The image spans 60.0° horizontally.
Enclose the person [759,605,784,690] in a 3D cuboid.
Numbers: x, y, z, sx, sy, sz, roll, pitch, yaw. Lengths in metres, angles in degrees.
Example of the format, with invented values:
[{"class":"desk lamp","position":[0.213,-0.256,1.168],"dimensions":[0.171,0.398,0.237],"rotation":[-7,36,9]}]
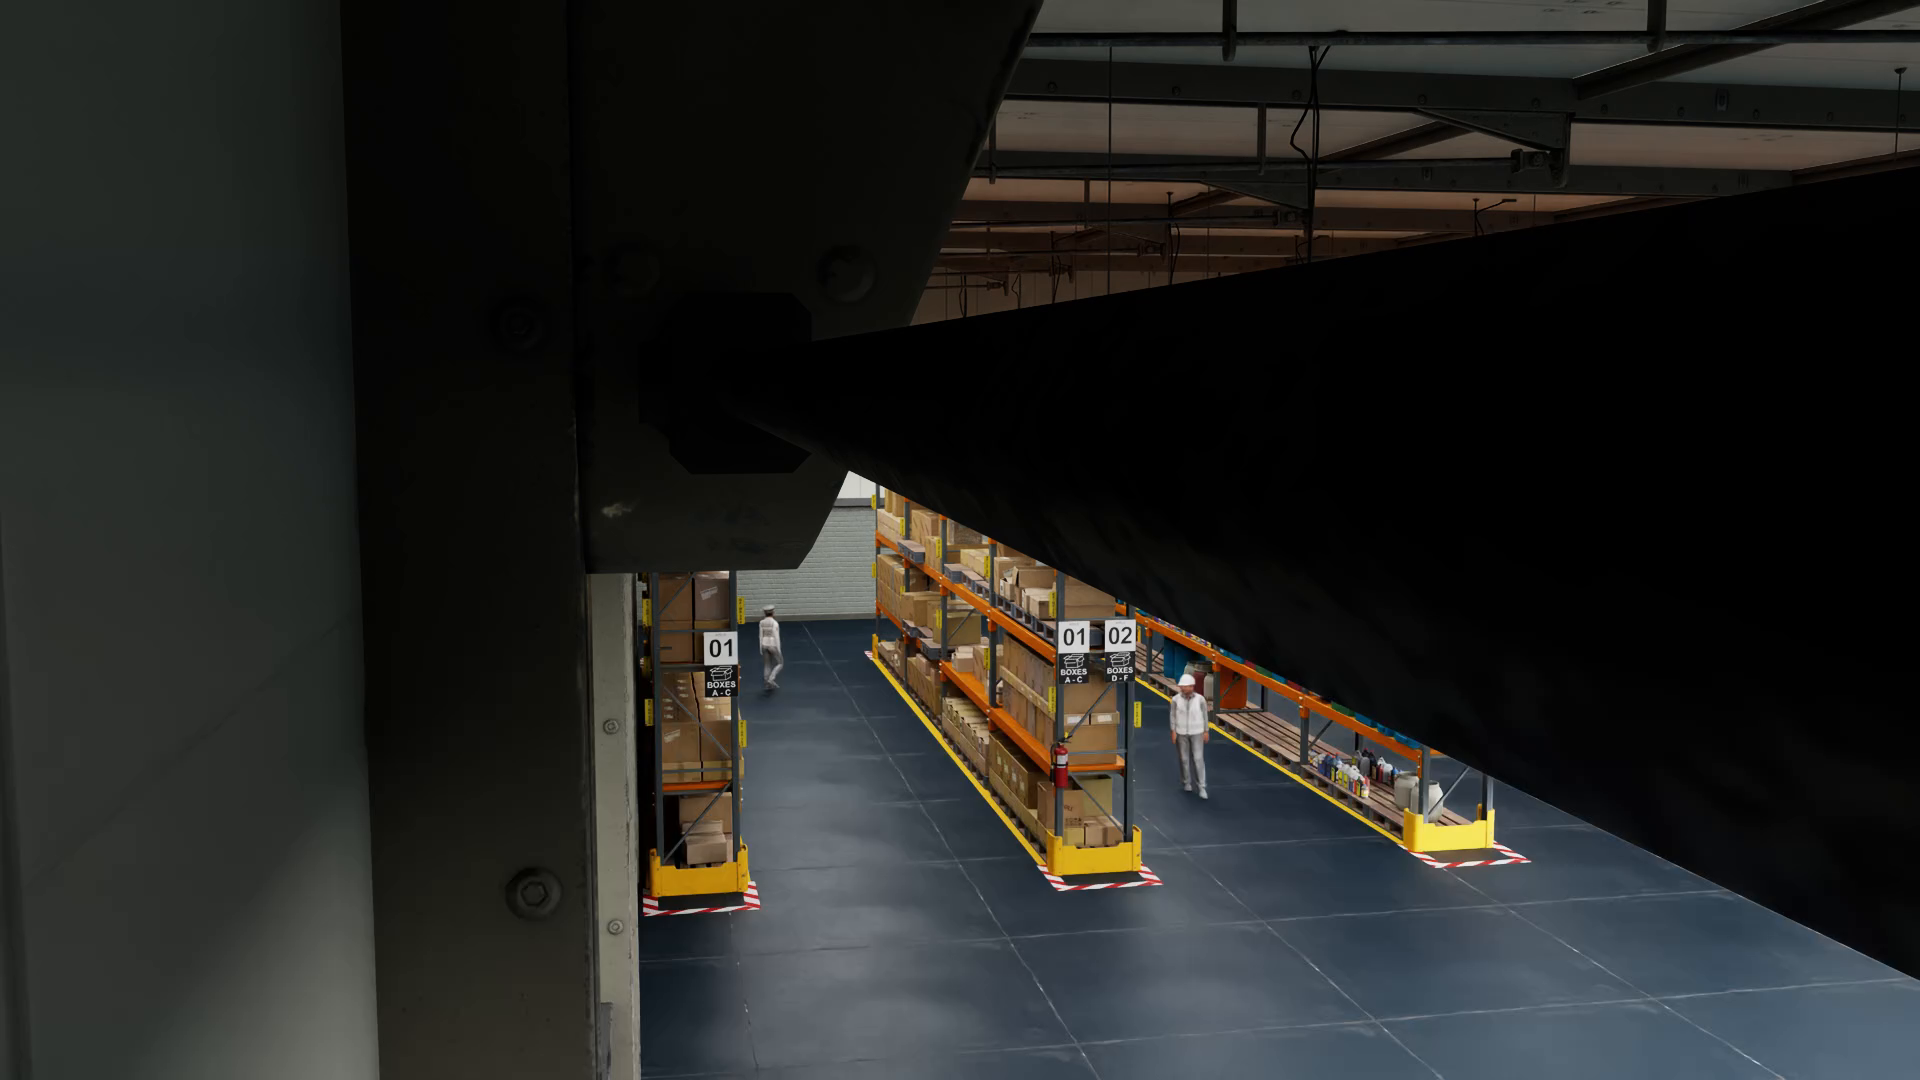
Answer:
[{"class":"person","position":[-3.766,2.132,32.815],"dimensions":[0.514,1.677,0.449],"rotation":[4,7,33]}]

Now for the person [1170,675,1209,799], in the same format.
[{"class":"person","position":[3.428,2.906,24.816],"dimensions":[0.639,1.771,0.662],"rotation":[2,6,16]}]
